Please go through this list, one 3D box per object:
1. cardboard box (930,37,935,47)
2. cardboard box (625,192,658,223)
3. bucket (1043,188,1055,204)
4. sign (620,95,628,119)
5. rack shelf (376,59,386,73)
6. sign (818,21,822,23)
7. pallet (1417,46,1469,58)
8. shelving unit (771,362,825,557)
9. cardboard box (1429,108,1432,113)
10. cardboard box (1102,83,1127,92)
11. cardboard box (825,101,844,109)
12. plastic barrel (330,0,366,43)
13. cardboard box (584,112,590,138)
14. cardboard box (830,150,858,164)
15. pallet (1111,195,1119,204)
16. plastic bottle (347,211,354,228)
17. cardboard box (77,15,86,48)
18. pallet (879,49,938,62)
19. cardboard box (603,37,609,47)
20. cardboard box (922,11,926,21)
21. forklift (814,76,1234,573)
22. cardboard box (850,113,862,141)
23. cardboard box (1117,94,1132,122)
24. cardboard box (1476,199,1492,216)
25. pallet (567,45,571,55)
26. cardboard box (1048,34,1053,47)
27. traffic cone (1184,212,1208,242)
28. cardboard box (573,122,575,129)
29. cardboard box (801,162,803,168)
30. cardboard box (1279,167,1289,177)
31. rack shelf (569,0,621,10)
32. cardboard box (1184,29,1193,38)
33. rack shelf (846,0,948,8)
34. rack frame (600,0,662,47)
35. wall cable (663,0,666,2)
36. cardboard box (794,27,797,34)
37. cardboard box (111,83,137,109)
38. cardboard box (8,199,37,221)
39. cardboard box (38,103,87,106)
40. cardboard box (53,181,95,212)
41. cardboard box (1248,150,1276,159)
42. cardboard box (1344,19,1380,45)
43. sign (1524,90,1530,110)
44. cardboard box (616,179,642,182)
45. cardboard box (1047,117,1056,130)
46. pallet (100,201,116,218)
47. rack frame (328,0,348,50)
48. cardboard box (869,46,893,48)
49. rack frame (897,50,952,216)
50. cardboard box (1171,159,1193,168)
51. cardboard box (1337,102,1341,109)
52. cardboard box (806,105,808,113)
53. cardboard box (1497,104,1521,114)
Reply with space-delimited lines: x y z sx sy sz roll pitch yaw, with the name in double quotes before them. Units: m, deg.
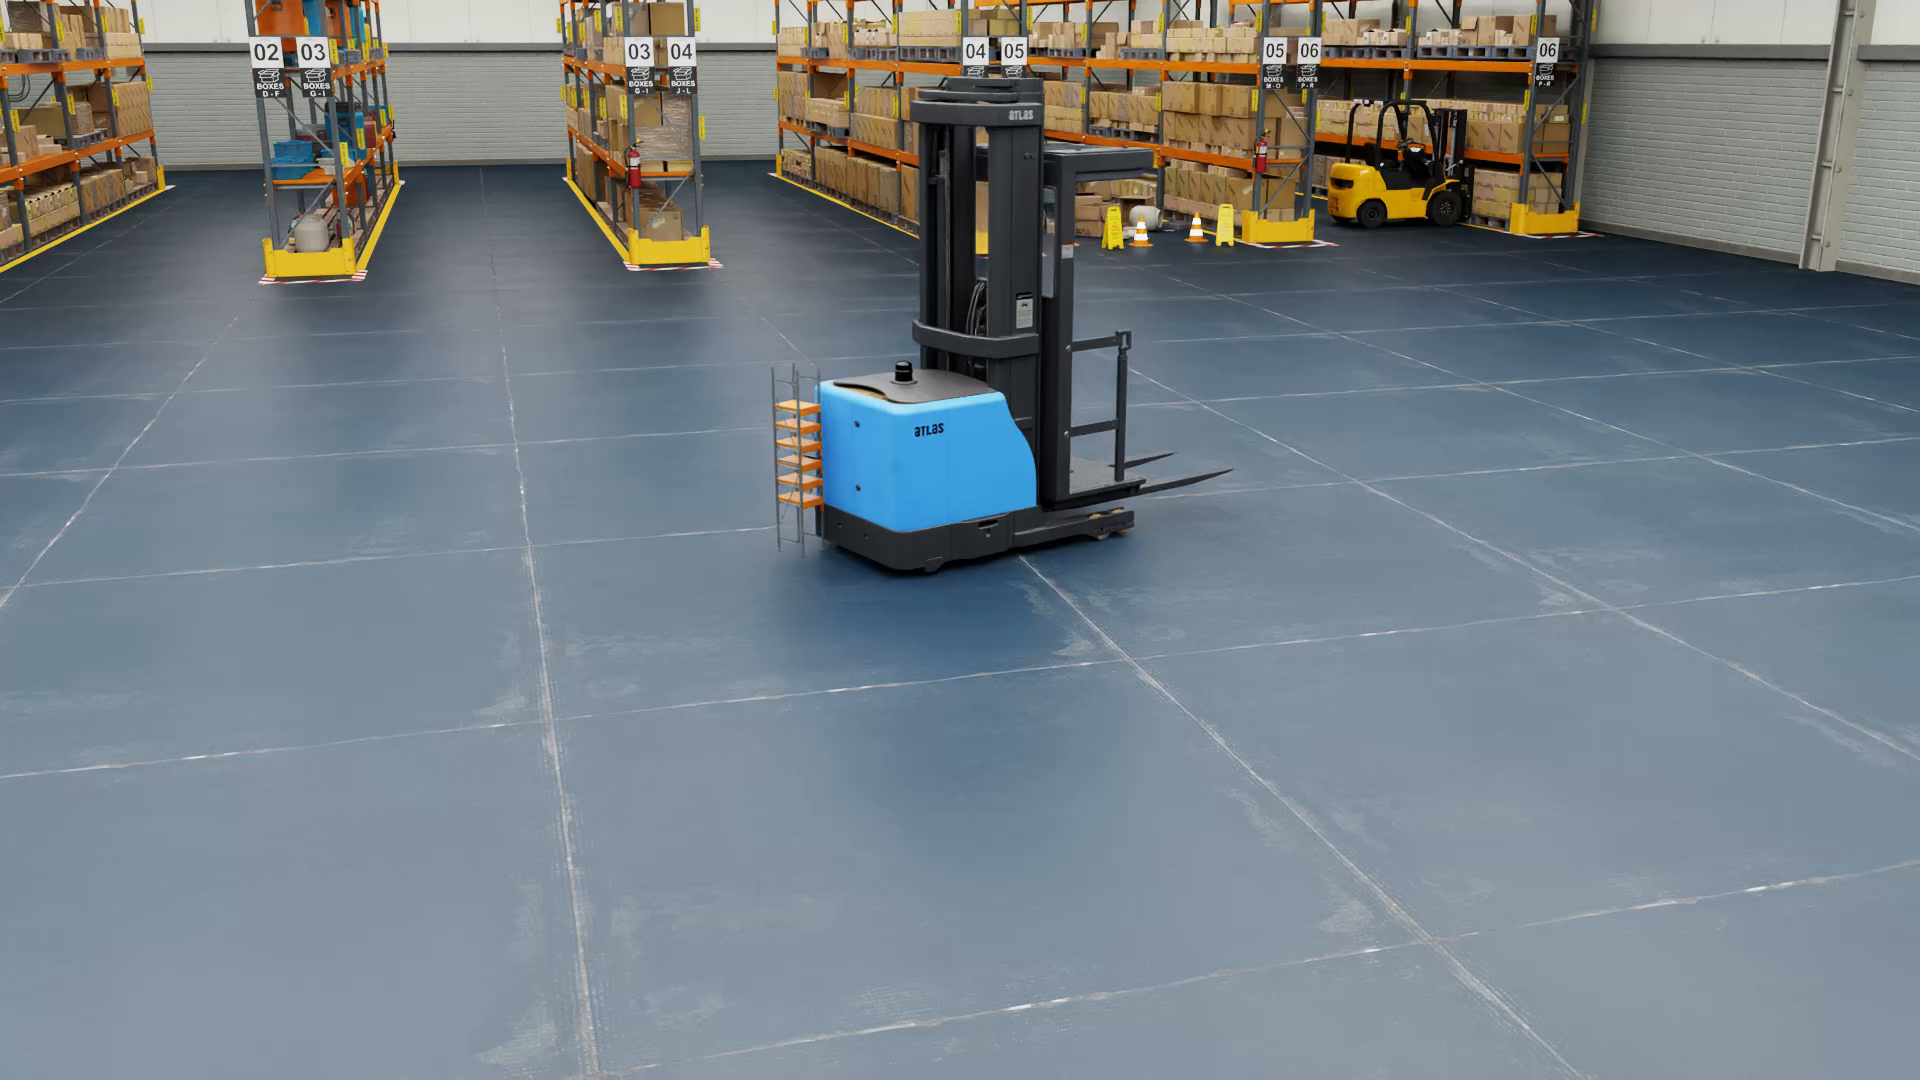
"cardboard box" -0.259 -7.898 26.349 0.380 0.149 0.250 -5 17 -15
"cardboard box" -5.318 -5.548 27.823 0.500 0.500 0.500 -5 18 -17
"bucket" 1.661 -6.327 29.849 0.726 0.611 0.620 1 7 4
"sign" -4.829 -6.219 23.880 0.100 0.325 0.005 -5 17 -15
"rack shelf" -12.900 -10.124 35.480 1.077 0.370 4.000 -5 17 -15
"sign" -3.352 -12.240 39.734 0.100 0.325 0.005 -5 17 -15
"pallet" 9.170 -8.995 30.623 1.003 0.211 1.213 -5 17 -15
"shelving unit" -1.026 -0.506 10.549 0.258 1.200 0.189 14 22 38
"cardboard box" 8.916 -7.943 30.880 0.380 0.149 0.250 -5 17 -15
"cardboard box" 3.139 -9.230 34.555 0.500 0.500 0.500 -5 18 -17
"cardboard box" -2.544 -8.876 33.961 0.380 0.149 0.250 -5 17 -15
"plastic barrel" -11.734 -9.897 31.870 0.600 0.901 0.708 -5 17 -15
"cardboard box" -7.140 -8.211 32.899 0.500 0.500 0.500 -5 18 -17
"cardboard box" -2.406 -7.941 34.485 0.500 0.250 0.500 -4 17 -14
"pallet" 3.585 -6.659 32.754 1.003 0.211 1.213 -5 17 -15
"plastic bottle" -9.645 -5.000 26.223 0.144 0.351 0.185 -6 18 -18
"cardboard box" -17.046 -9.677 31.662 0.600 0.600 0.600 -6 18 -20
"pallet" -0.892 -8.617 29.542 0.805 0.209 1.217 -5 18 -17
"cardboard box" -5.597 -8.099 27.055 0.380 0.149 0.250 -5 17 -17
"cardboard box" -0.401 -8.421 26.705 0.380 0.149 0.250 -5 17 -16
"forklift" 0.546 -1.520 10.917 3.031 2.935 1.130 -12 20 -35
"cardboard box" -1.828 -8.031 32.300 0.500 0.500 0.500 -5 17 -15
"cardboard box" 3.373 -8.368 32.174 0.500 0.500 0.500 -5 18 -17
"cardboard box" 9.449 -5.856 29.283 0.500 0.250 0.500 -5 17 -15
"pallet" -8.135 -10.829 36.728 1.003 0.211 1.213 -5 17 -15
"cardboard box" 2.106 -10.695 35.631 0.396 0.266 0.258 -3 17 -11
"traffic cone" 3.880 -5.137 27.249 0.336 0.463 0.334 -5 17 -15
"cardboard box" -8.270 -9.094 36.448 0.380 0.149 0.250 -4 17 -14
"cardboard box" -3.424 -8.568 37.969 0.380 0.149 0.250 -4 17 -14
"cardboard box" 7.361 -8.184 36.600 0.500 0.500 0.500 -5 17 -16
"rack shelf" -7.038 -10.655 32.726 1.077 0.370 4.000 -5 17 -15
"cardboard box" 4.122 -8.808 28.899 0.380 0.149 0.250 -5 17 -16
"rack shelf" -1.142 -9.912 30.255 1.077 0.370 4.000 -5 17 -15
"rack frame" -5.390 -9.531 27.040 1.000 3.000 0.127 -5 17 -15
"wall cable" -6.927 -16.228 43.741 2.277 5.999 0.120 -5 17 -15
"cardboard box" -3.520 -11.451 37.343 0.380 0.149 0.250 -5 17 -16
"cardboard box" -17.399 -9.196 34.439 0.500 0.500 0.500 -4 17 -14
"cardboard box" -14.790 -5.163 25.999 0.500 0.311 0.500 -5 17 -15
"cardboard box" -16.949 -8.004 31.479 0.700 0.500 0.500 -2 17 -6
"cardboard box" -15.865 -6.144 29.773 0.500 0.500 0.500 -4 17 -13
"cardboard box" 4.930 -6.301 27.152 0.380 0.149 0.250 -4 17 -13
"cardboard box" 8.056 -10.174 33.315 0.500 0.500 0.500 -4 17 -14
"sign" 9.484 -7.357 27.807 0.100 0.325 0.005 -5 17 -15
"cardboard box" -5.958 -6.285 30.243 0.700 0.500 0.500 -3 17 -11
"cardboard box" 2.205 -9.015 36.010 0.500 0.250 0.500 -5 17 -16
"pallet" -16.515 -6.193 31.202 1.003 0.211 1.213 -5 17 -15
"rack frame" -10.152 -9.139 25.736 1.000 3.000 0.127 -5 17 -15
"cardboard box" -1.593 -9.792 32.948 0.500 0.500 0.500 -5 17 -15
"rack frame" -0.593 -7.022 29.115 1.000 3.000 0.127 -5 17 -15
"cardboard box" 4.018 -6.772 29.900 0.380 0.149 0.250 -4 17 -14
"cardboard box" 7.967 -8.907 34.089 0.380 0.149 0.250 -5 17 -15
"cardboard box" -3.125 -9.313 35.931 0.380 0.149 0.250 -4 17 -14
"cardboard box" 9.513 -7.448 28.714 0.380 0.149 0.250 -4 17 -14
